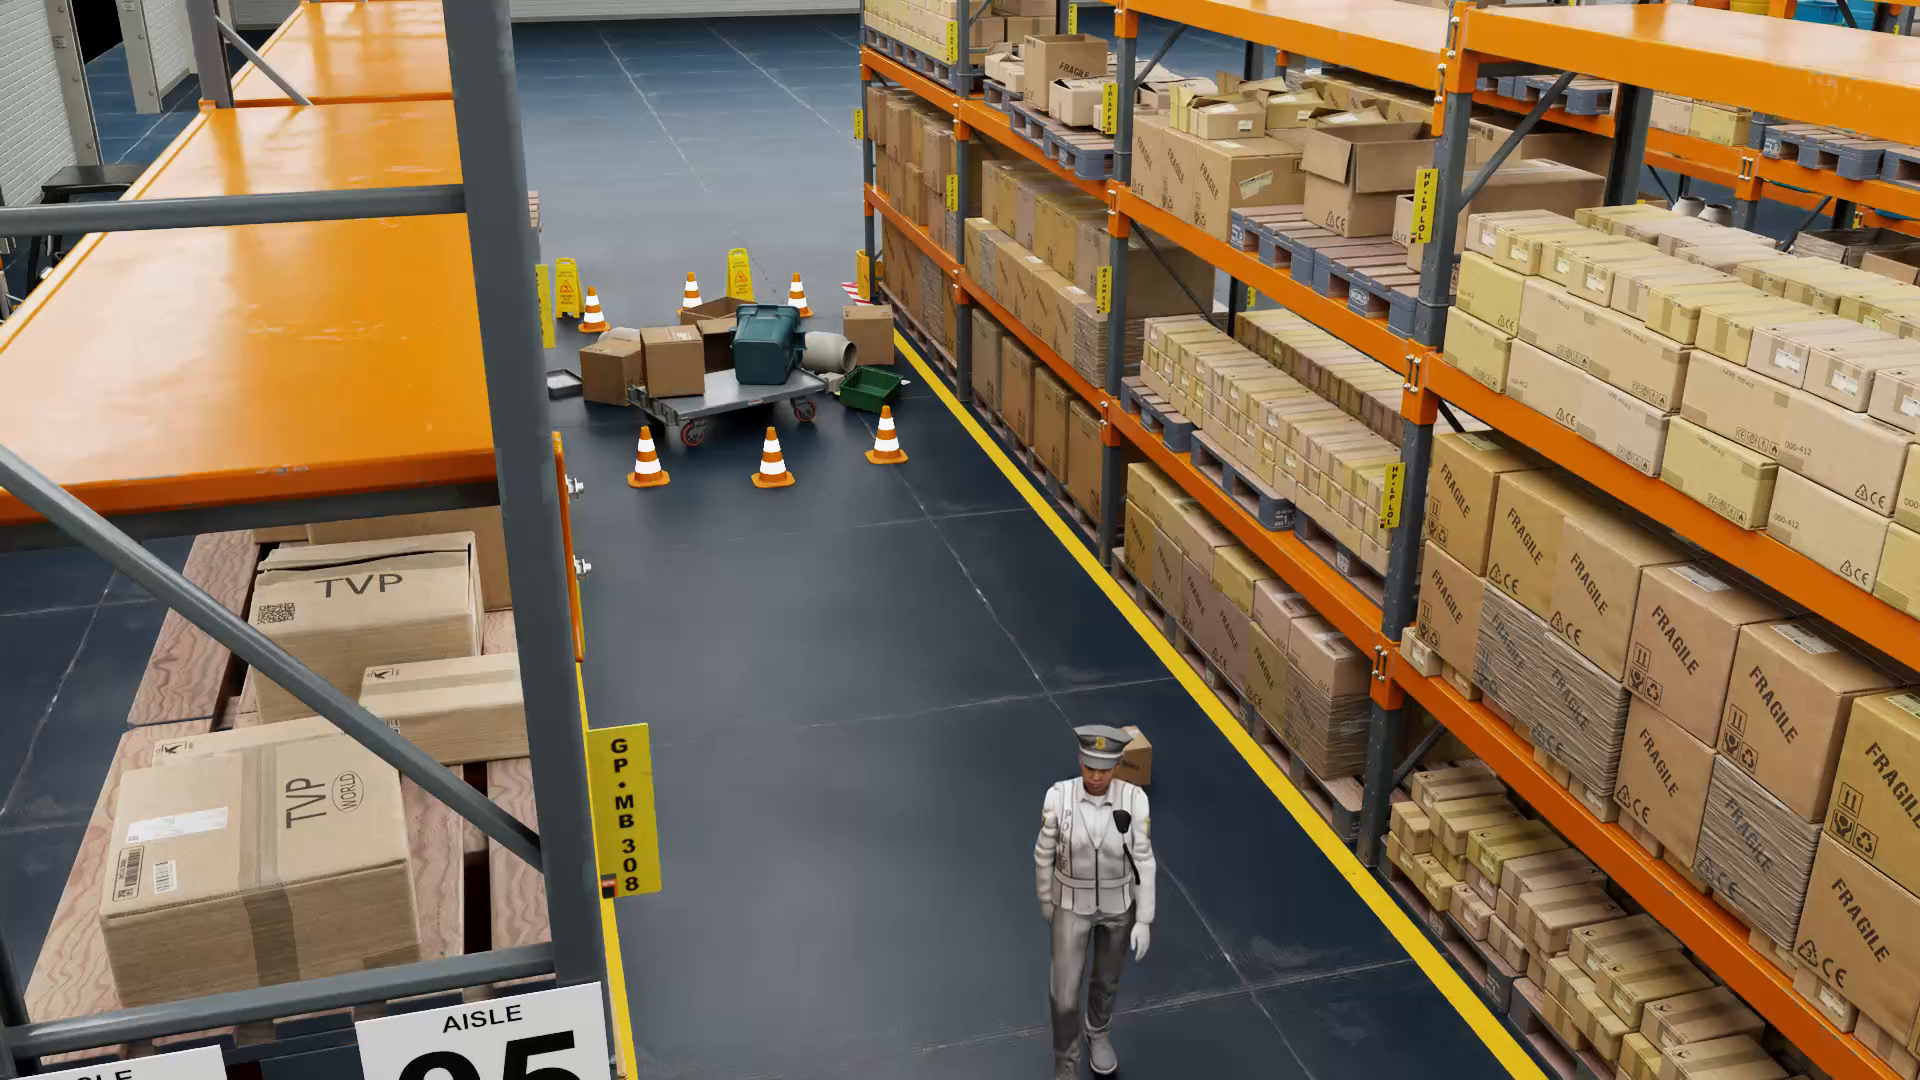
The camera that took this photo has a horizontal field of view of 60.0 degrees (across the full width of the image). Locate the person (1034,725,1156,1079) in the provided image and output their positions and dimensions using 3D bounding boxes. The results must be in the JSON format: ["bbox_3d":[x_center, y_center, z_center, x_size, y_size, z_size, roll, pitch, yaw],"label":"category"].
[{"bbox_3d":[0.558,1.559,6.908,0.491,1.728,0.478,-1,23,-1],"label":"person"}]
